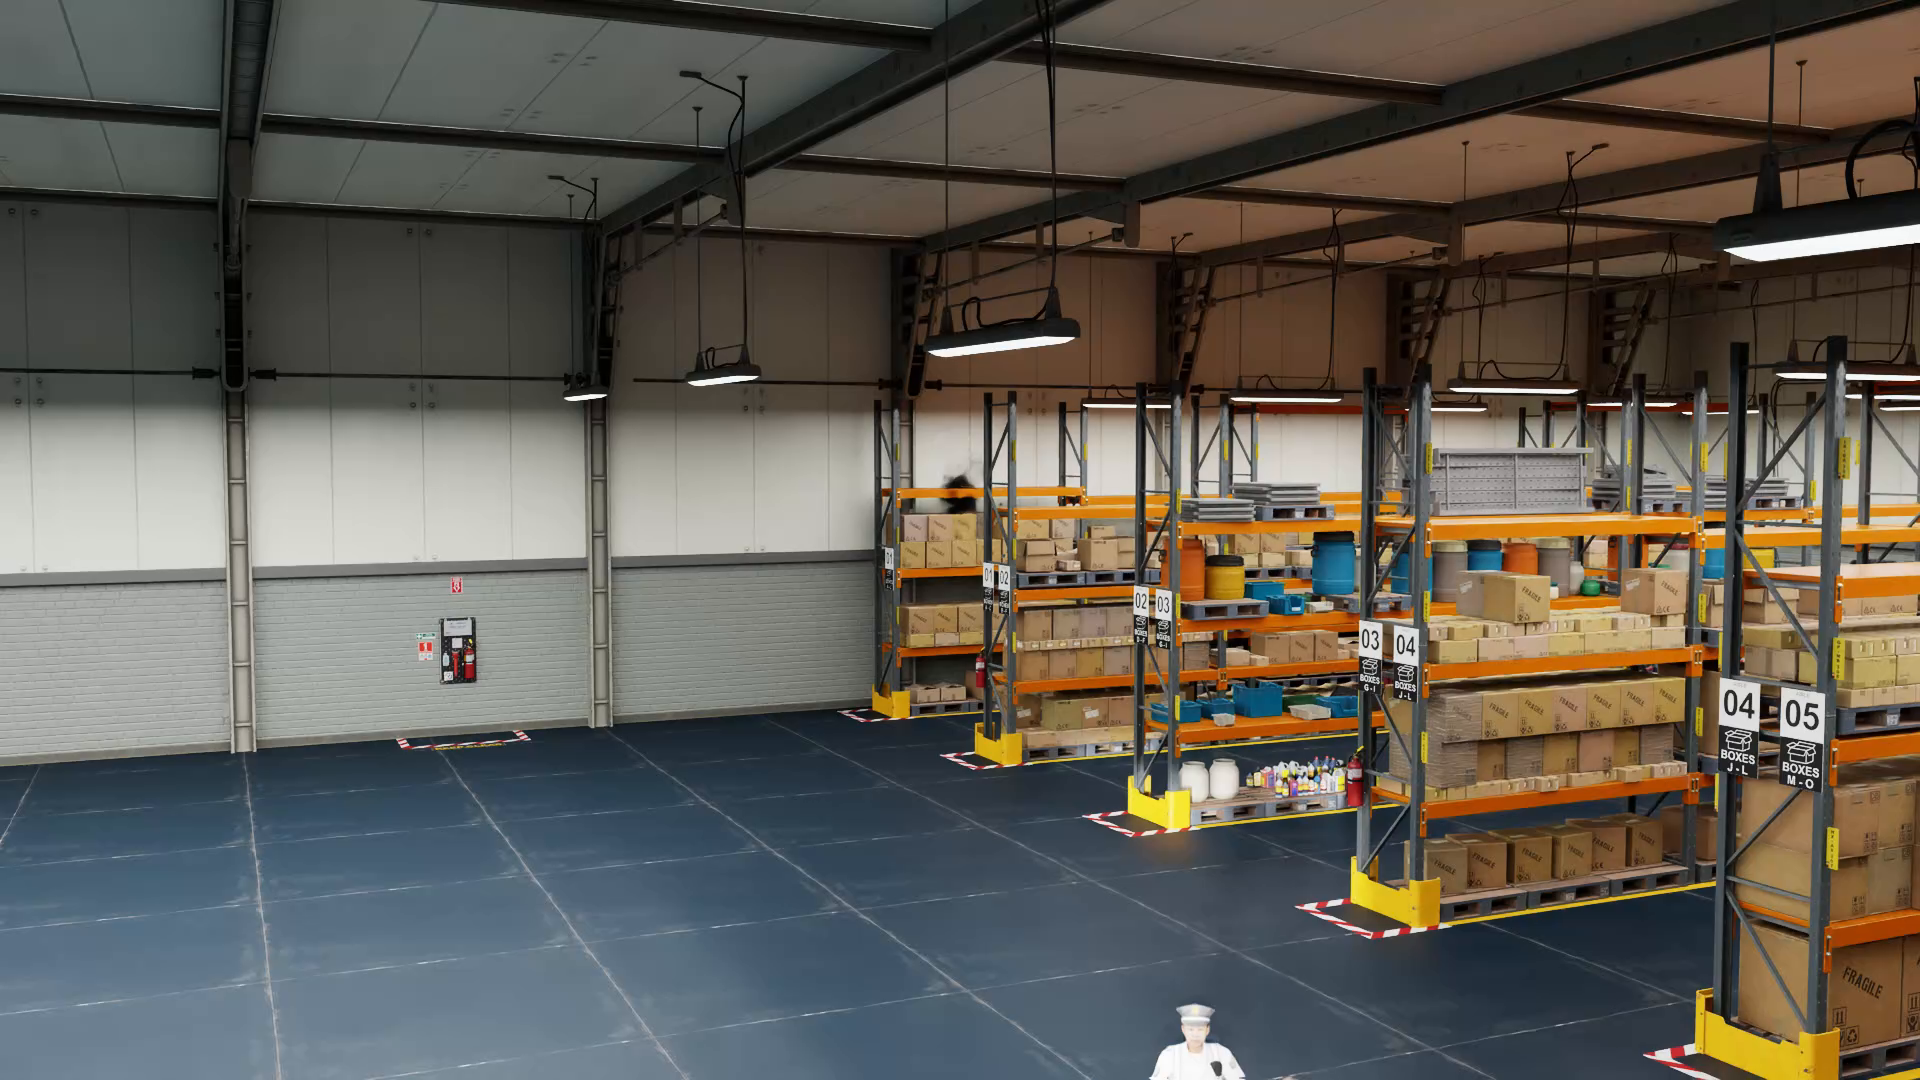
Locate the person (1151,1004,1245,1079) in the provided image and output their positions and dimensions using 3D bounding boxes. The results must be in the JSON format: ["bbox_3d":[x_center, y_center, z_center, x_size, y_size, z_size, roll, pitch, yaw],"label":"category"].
[{"bbox_3d":[1.474,3.708,10.381,0.616,1.692,0.901,0,3,7],"label":"person"}]

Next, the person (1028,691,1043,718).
[{"bbox_3d":[1.351,2.614,29.340,0.794,1.754,0.564,-2,4,-33],"label":"person"}]
